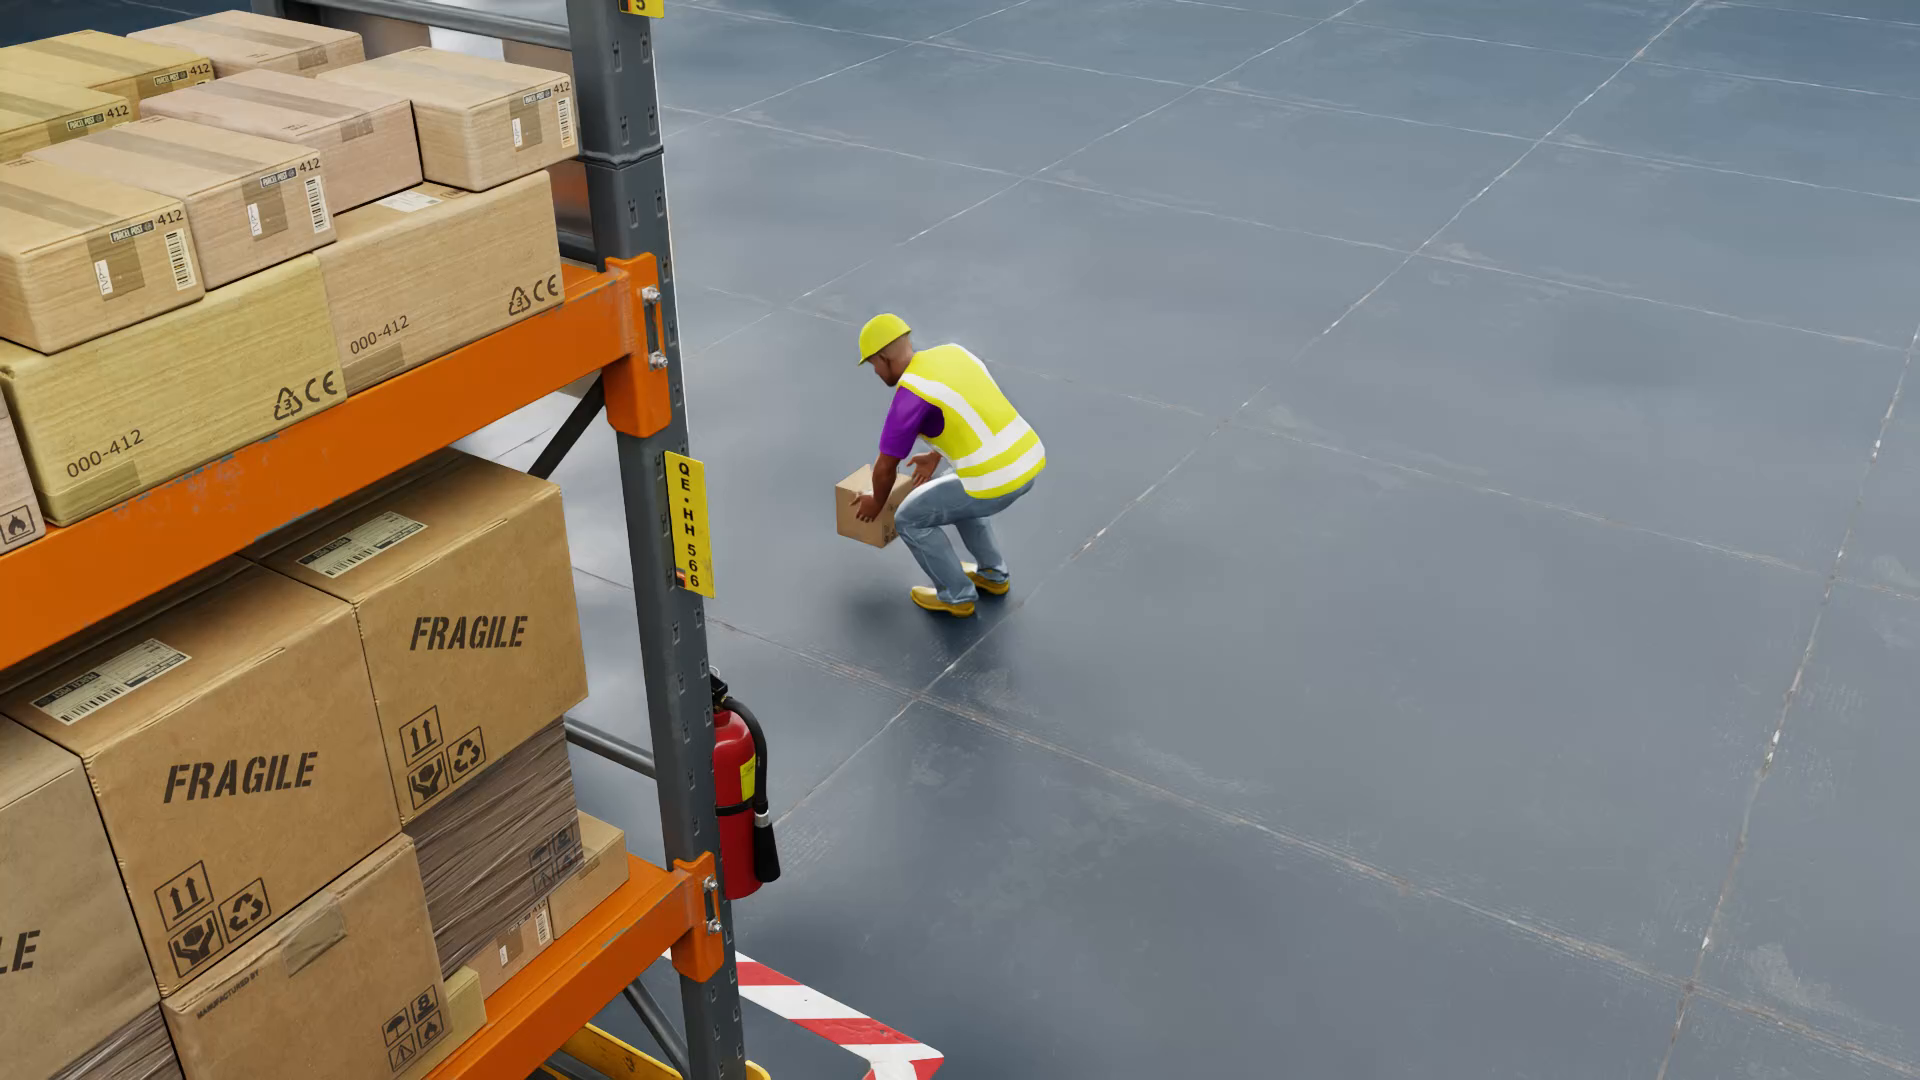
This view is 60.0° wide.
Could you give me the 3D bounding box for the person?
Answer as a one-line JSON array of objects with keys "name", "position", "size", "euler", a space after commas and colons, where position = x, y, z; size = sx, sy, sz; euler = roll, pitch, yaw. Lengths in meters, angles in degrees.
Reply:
[{"name": "person", "position": [-0.063, -0.305, 7.105], "size": [0.813, 1.288, 0.628], "euler": [18, 35, 27]}]
